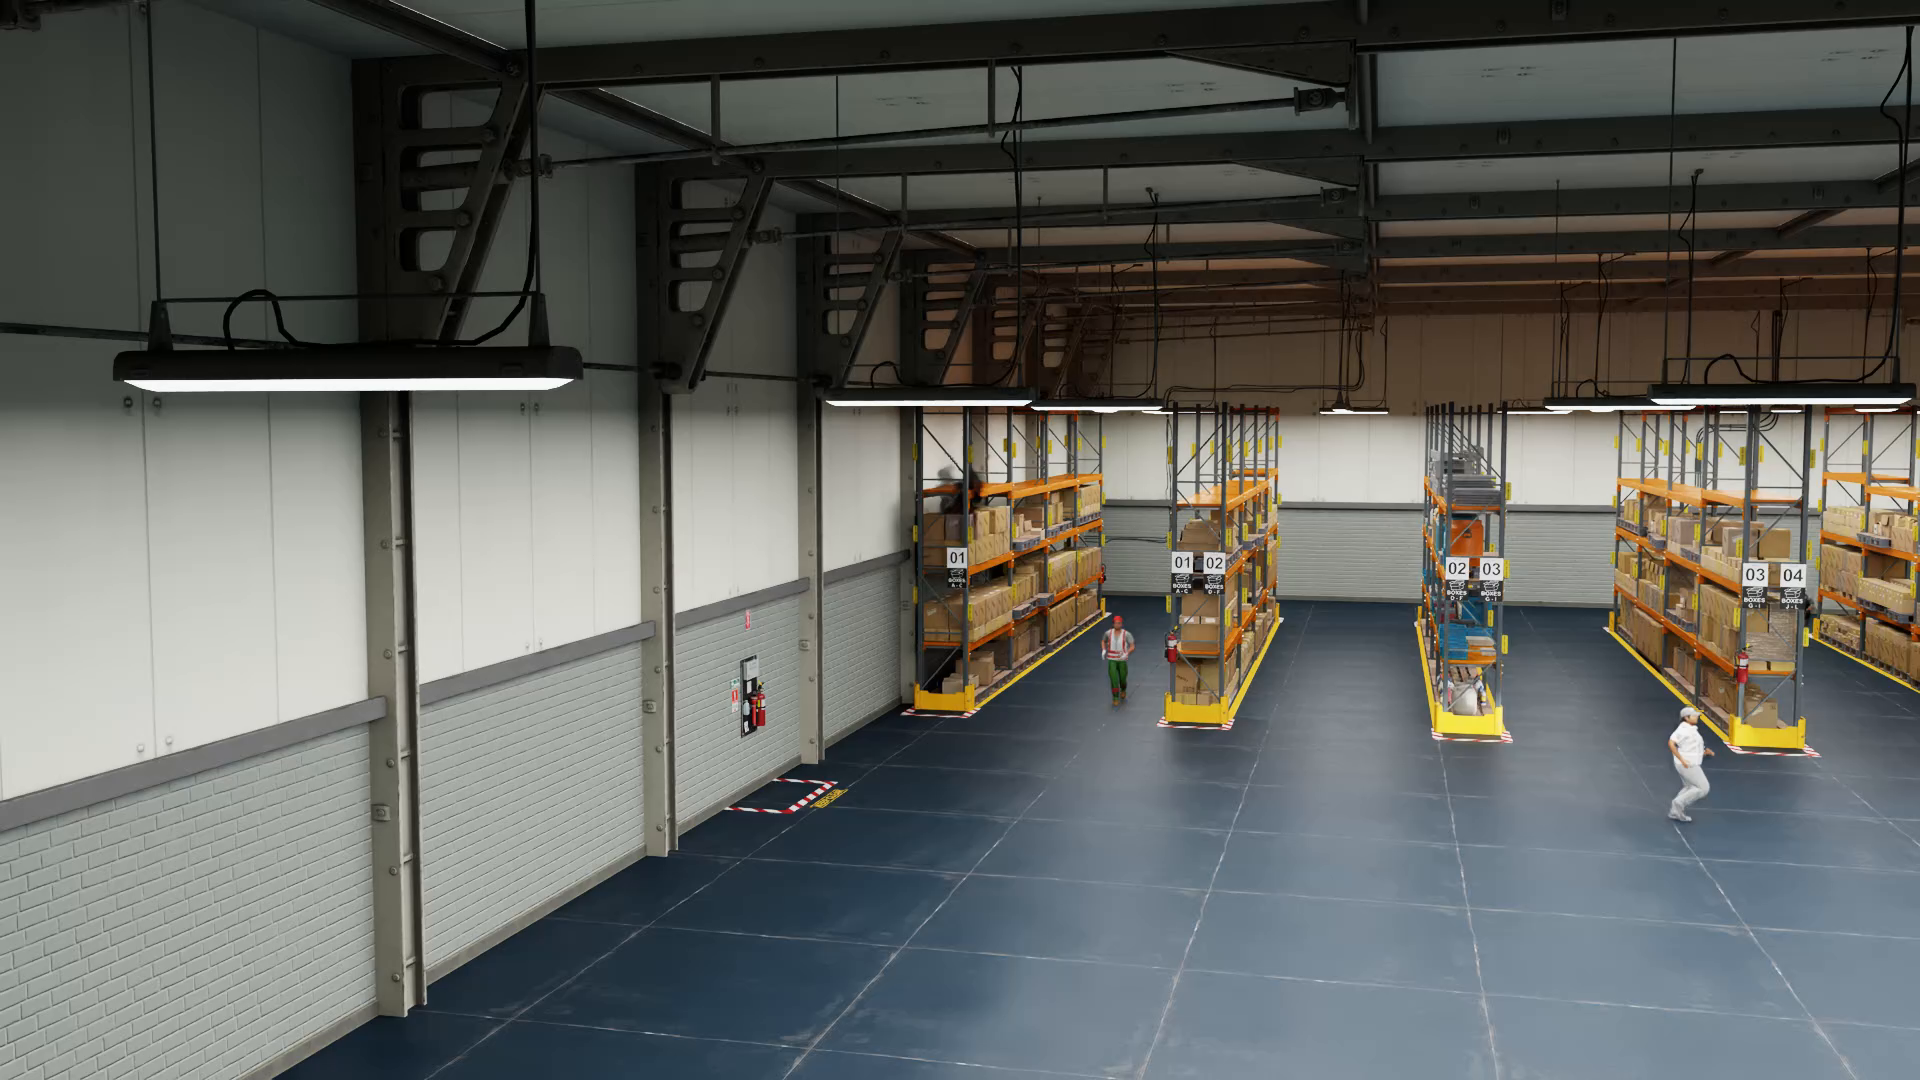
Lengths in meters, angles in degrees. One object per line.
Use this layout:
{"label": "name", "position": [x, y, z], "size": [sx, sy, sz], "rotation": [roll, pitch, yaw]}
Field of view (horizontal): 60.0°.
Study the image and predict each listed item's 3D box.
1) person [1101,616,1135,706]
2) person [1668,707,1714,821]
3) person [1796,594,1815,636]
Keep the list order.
{"label": "person", "position": [3.137, 2.385, 33.127], "size": [0.678, 1.768, 0.804], "rotation": [1, 4, 12]}
{"label": "person", "position": [10.326, 3.170, 23.467], "size": [0.574, 1.626, 0.593], "rotation": [3, 5, 31]}
{"label": "person", "position": [20.214, 1.926, 39.996], "size": [0.631, 1.738, 0.704], "rotation": [1, 4, 18]}
